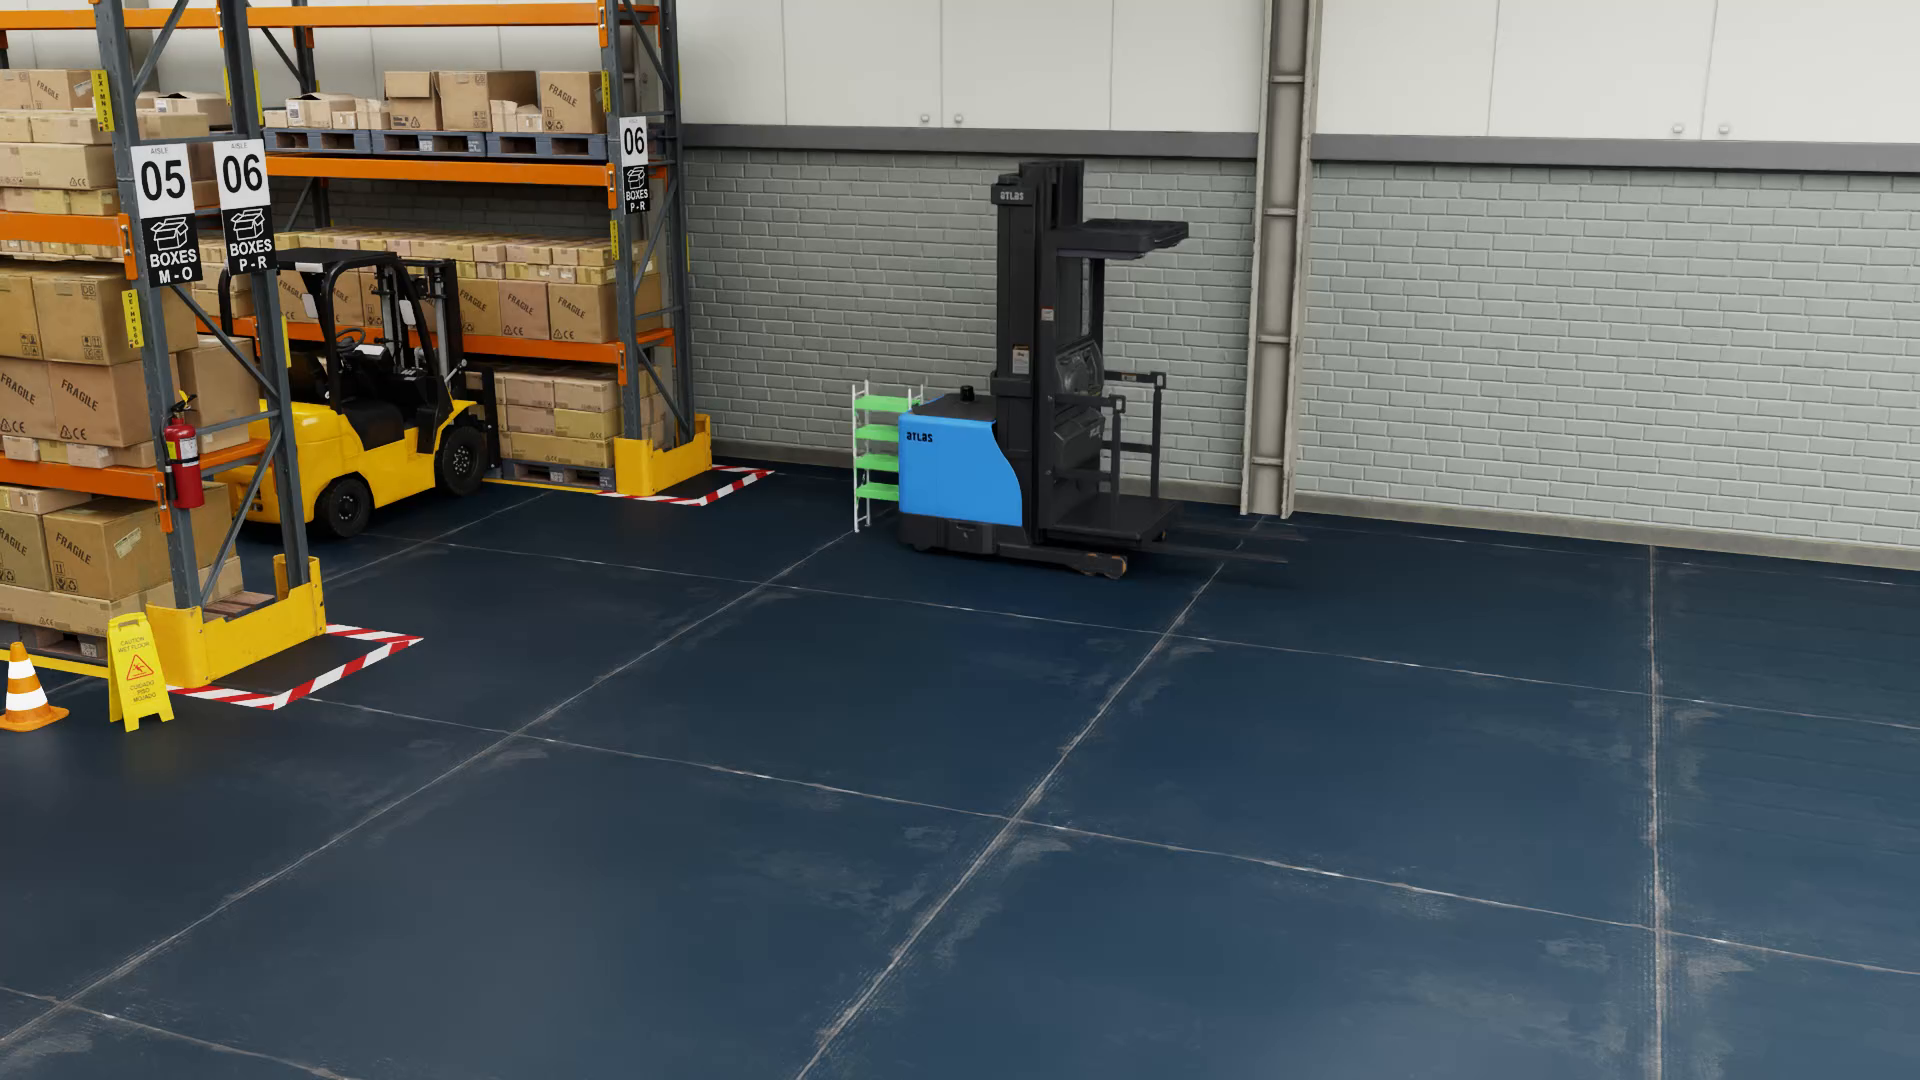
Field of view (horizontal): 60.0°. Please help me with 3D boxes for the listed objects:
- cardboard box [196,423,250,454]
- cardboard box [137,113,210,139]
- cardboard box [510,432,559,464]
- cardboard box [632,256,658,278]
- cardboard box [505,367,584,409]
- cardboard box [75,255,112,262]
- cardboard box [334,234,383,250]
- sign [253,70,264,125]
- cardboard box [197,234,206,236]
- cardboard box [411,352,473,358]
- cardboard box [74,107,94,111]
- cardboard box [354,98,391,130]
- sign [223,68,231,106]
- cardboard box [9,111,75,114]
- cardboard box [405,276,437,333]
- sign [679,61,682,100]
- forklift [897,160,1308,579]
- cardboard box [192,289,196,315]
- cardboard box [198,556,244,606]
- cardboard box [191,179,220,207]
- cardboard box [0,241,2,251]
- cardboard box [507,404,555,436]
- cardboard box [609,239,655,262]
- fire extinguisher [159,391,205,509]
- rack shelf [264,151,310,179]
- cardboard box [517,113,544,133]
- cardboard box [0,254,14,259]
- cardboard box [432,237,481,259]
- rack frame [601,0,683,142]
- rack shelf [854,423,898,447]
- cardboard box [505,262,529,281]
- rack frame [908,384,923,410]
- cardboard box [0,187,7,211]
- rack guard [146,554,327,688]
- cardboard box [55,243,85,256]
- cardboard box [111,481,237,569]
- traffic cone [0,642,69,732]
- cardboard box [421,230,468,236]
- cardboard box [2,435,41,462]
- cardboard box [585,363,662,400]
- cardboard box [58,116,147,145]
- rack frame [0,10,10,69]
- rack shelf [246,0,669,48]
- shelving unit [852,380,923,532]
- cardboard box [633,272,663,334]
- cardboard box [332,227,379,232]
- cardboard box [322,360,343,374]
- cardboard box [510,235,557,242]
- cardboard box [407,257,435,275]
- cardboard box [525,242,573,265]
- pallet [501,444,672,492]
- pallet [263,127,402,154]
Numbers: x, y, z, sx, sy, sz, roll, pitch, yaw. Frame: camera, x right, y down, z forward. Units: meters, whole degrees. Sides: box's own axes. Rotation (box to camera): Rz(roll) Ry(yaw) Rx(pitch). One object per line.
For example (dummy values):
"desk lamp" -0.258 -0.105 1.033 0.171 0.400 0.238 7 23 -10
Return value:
"cardboard box" -4.742 -0.665 10.533 0.250 0.149 0.380 6 17 21
"cardboard box" -4.757 -2.489 10.007 0.250 0.149 0.380 6 17 20
"cardboard box" -3.696 -0.885 15.021 0.500 0.250 0.500 6 17 21
"cardboard box" -2.904 -2.446 14.876 0.250 0.149 0.380 6 17 19
"cardboard box" -3.704 -1.363 14.873 0.500 0.250 0.500 7 17 22
"cardboard box" -8.373 -2.707 16.490 0.500 0.250 0.500 7 17 21
"cardboard box" -5.498 -2.707 15.240 0.250 0.149 0.380 7 17 22
"sign" -4.303 -2.698 10.138 0.005 0.325 0.100 6 17 21
"cardboard box" -7.820 -2.989 16.746 0.250 0.149 0.380 6 17 20
"cardboard box" -4.934 -1.652 15.868 0.500 0.250 0.500 6 17 21
"cardboard box" -8.257 -4.076 15.971 0.250 0.149 0.380 6 17 20
"cardboard box" -5.136 -3.789 14.773 0.258 0.266 0.396 6 17 19
"sign" -6.595 -4.092 15.017 0.005 0.325 0.100 6 17 21
"cardboard box" -5.679 -2.598 10.381 0.250 0.149 0.380 6 17 20
"cardboard box" -4.666 -2.171 15.093 0.500 0.500 0.500 6 17 21
"sign" -2.475 -4.026 14.572 0.005 0.325 0.100 6 17 21
"forklift" 1.077 -1.290 12.361 3.031 2.935 1.130 7 18 23
"cardboard box" -7.439 -2.355 16.176 0.500 0.250 0.500 6 17 20
"cardboard box" -5.150 0.268 11.050 0.500 0.250 0.500 6 17 20
"cardboard box" -4.691 -2.135 10.218 0.250 0.149 0.380 6 17 21
"cardboard box" -9.689 -3.027 16.876 0.250 0.149 0.380 7 17 22
"cardboard box" -3.714 -1.129 14.963 0.500 0.250 0.500 6 17 20
"cardboard box" -2.918 -2.577 14.793 0.250 0.149 0.380 6 17 20
"fire extinguisher" -4.564 -0.528 9.752 0.183 0.674 0.296 6 17 21
"rack shelf" -8.265 -3.693 16.426 4.000 0.370 1.077 6 17 21
"cardboard box" -3.566 -3.560 14.194 0.250 0.149 0.380 6 17 19
"cardboard box" -6.450 -1.530 10.557 0.500 0.500 0.700 6 17 20
"cardboard box" -4.523 -2.624 14.957 0.250 0.149 0.380 7 17 21
"rack frame" -2.684 -4.866 13.793 0.127 3.000 1.000 6 17 21
"rack shelf" -0.568 -0.814 13.192 0.480 0.148 0.258 7 18 23
"cardboard box" -3.803 -2.396 14.704 0.250 0.149 0.380 6 17 20
"rack frame" -0.345 -0.617 13.147 0.015 1.200 0.240 7 18 23
"cardboard box" -5.625 -2.077 10.018 0.250 0.149 0.380 6 17 21
"rack guard" -4.572 0.496 10.569 0.348 0.500 1.175 6 17 21
"cardboard box" -8.733 -2.924 16.523 0.250 0.149 0.380 7 17 22
"cardboard box" -5.173 -0.095 10.953 0.500 0.500 0.500 6 17 19
"traffic cone" -5.375 0.812 9.546 0.334 0.463 0.336 6 17 21
"cardboard box" -4.817 -2.802 15.570 0.250 0.149 0.380 6 17 20
"cardboard box" -5.686 -0.606 10.333 0.250 0.149 0.380 7 17 22
"cardboard box" -3.061 -1.444 15.153 0.500 0.250 0.500 6 17 20
"cardboard box" -4.925 -2.358 9.555 0.250 0.149 0.380 6 17 21
"rack frame" -10.126 -5.684 16.612 0.127 3.000 1.000 6 17 21
"rack shelf" -4.544 -4.533 14.654 4.000 0.370 1.077 6 17 21
"shelving unit" -0.568 -0.644 13.241 0.503 1.200 0.258 7 18 23
"cardboard box" -3.043 -2.155 15.038 0.500 0.500 0.500 7 18 22
"cardboard box" -5.779 -2.905 15.925 0.250 0.149 0.380 6 17 19
"cardboard box" -5.598 -1.569 15.584 0.500 0.250 0.500 6 17 21
"cardboard box" -3.879 -2.685 15.167 0.250 0.149 0.380 7 18 22
"cardboard box" -4.774 -2.489 15.025 0.250 0.149 0.380 6 17 19
"cardboard box" -3.588 -2.506 14.549 0.250 0.149 0.380 7 17 22
"pallet" -3.411 -0.713 15.250 1.213 0.211 1.003 6 17 21
"pallet" -5.602 -3.711 15.356 1.213 0.211 1.003 6 17 21
